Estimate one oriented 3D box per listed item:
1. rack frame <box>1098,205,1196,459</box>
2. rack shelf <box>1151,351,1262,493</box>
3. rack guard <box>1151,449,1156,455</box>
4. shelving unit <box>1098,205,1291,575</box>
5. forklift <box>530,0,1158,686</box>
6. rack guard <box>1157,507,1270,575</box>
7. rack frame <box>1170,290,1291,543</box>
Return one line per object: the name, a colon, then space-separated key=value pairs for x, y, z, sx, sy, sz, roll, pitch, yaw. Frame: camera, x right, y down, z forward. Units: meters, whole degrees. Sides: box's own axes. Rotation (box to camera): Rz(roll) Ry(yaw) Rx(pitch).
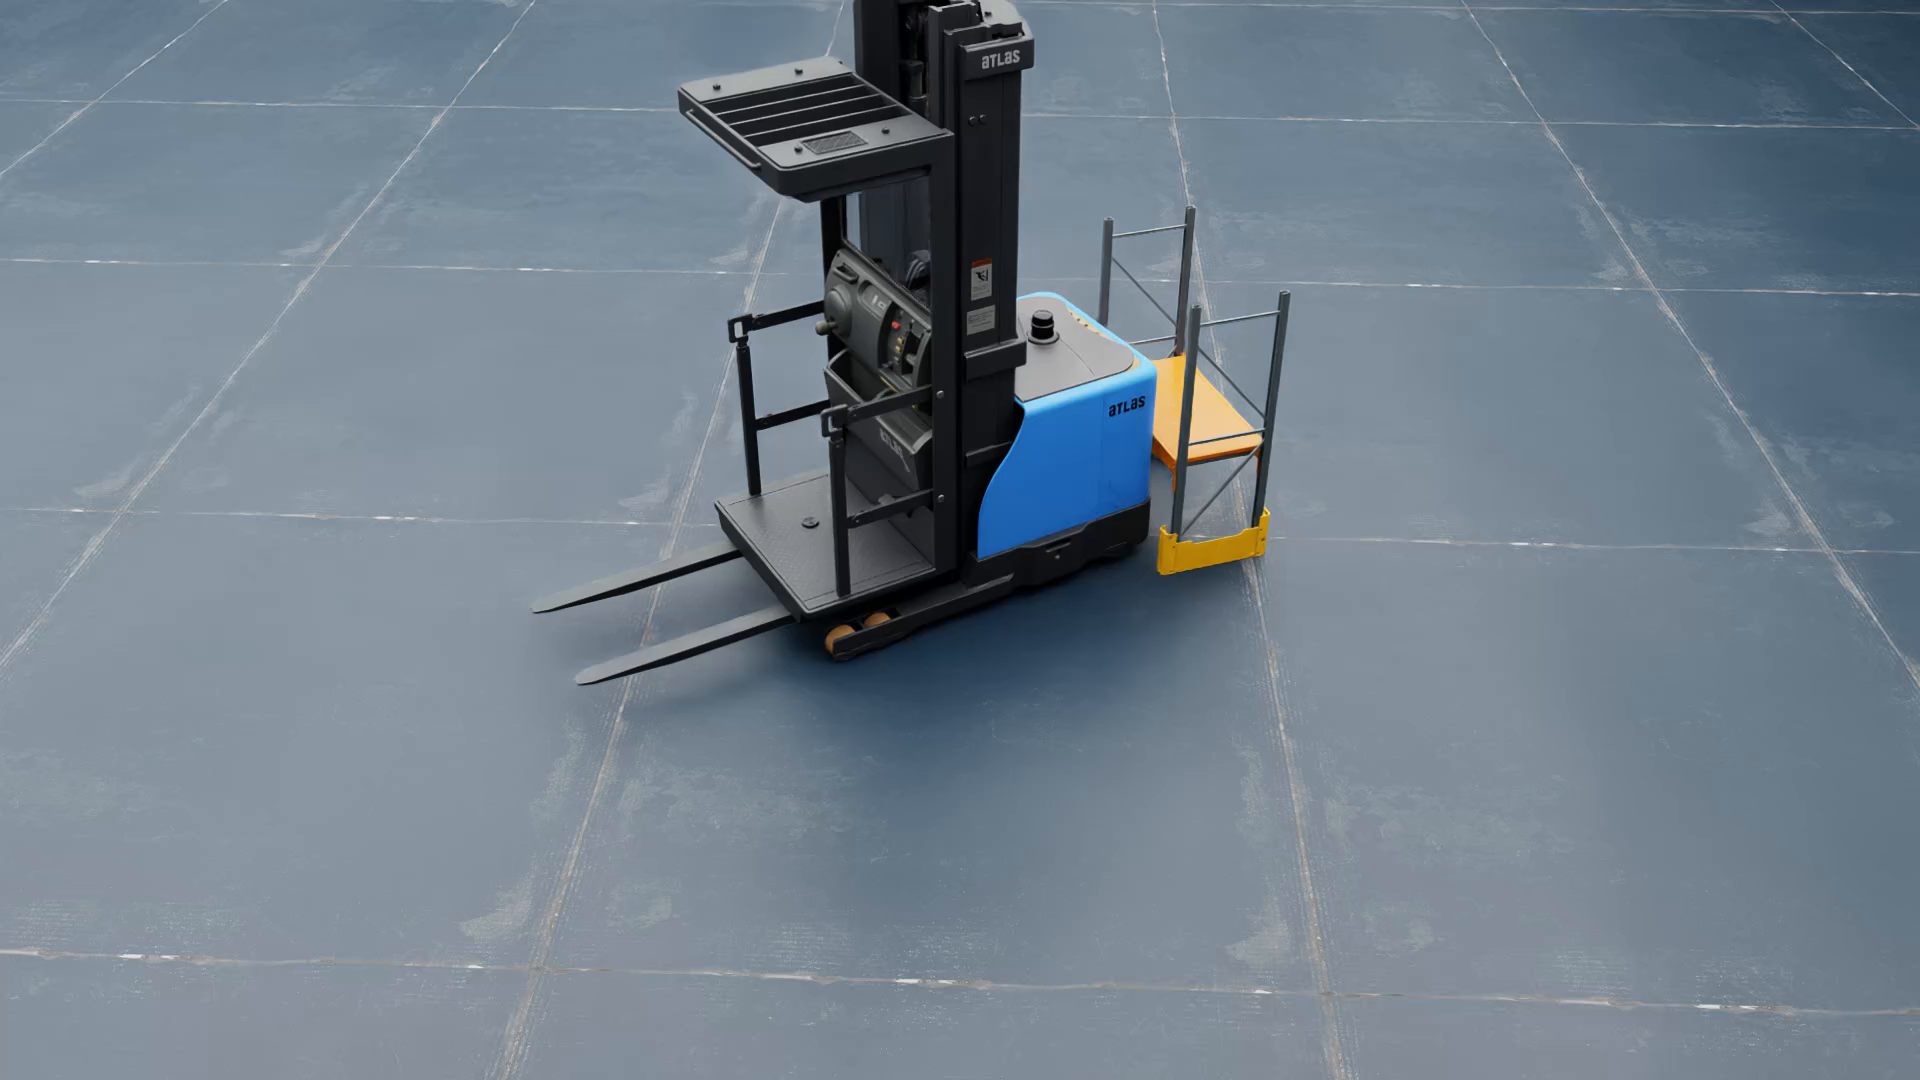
rack frame: x=0.967 y=-1.051 z=8.886 sx=0.500 sy=1.500 sz=0.032 roll=-11 pitch=37 yaw=-15
rack shelf: x=1.131 y=-0.627 z=8.596 sx=0.538 sy=0.185 sz=1.000 roll=-11 pitch=37 yaw=-15
rack guard: x=0.967 y=-0.539 z=9.245 sx=0.587 sy=0.250 sz=0.087 roll=-11 pitch=37 yaw=-15
shelving unit: x=1.128 y=-0.779 z=8.500 sx=0.587 sy=1.500 sz=1.083 roll=-11 pitch=37 yaw=-15
forklift: x=-0.560 y=-0.975 z=7.535 sx=3.031 sy=2.935 sz=1.130 roll=-19 pitch=39 yaw=-24
rack guard: x=1.290 y=0.003 z=8.474 sx=0.587 sy=0.250 sz=0.087 roll=-11 pitch=37 yaw=-15
rack frame: x=1.296 y=-0.498 z=8.099 sx=0.500 sy=1.500 sz=0.032 roll=-11 pitch=37 yaw=-15
